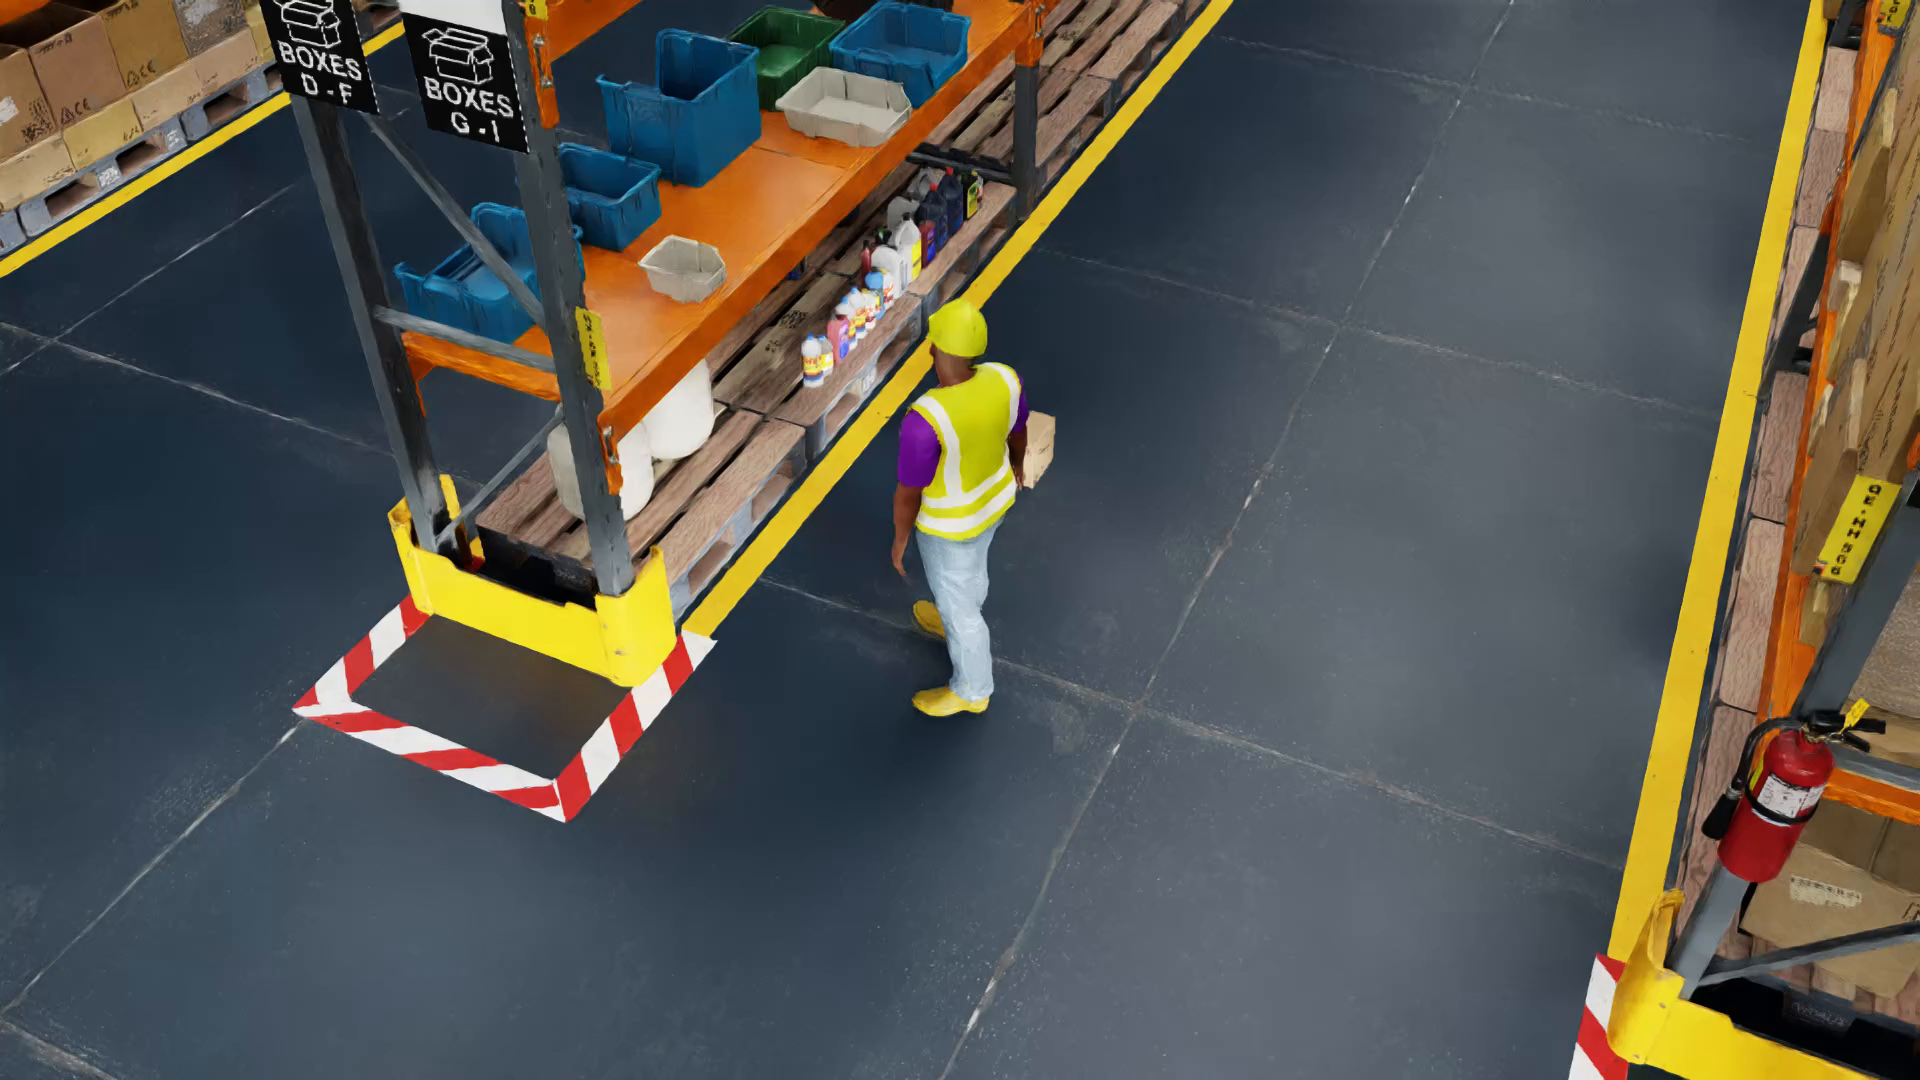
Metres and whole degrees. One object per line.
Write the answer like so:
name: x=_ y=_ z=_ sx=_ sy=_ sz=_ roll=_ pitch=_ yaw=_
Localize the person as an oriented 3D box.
person: x=-0.028 y=-0.164 z=6.291 sx=0.589 sy=1.764 sz=0.696 roll=28 pitch=49 yaw=28
